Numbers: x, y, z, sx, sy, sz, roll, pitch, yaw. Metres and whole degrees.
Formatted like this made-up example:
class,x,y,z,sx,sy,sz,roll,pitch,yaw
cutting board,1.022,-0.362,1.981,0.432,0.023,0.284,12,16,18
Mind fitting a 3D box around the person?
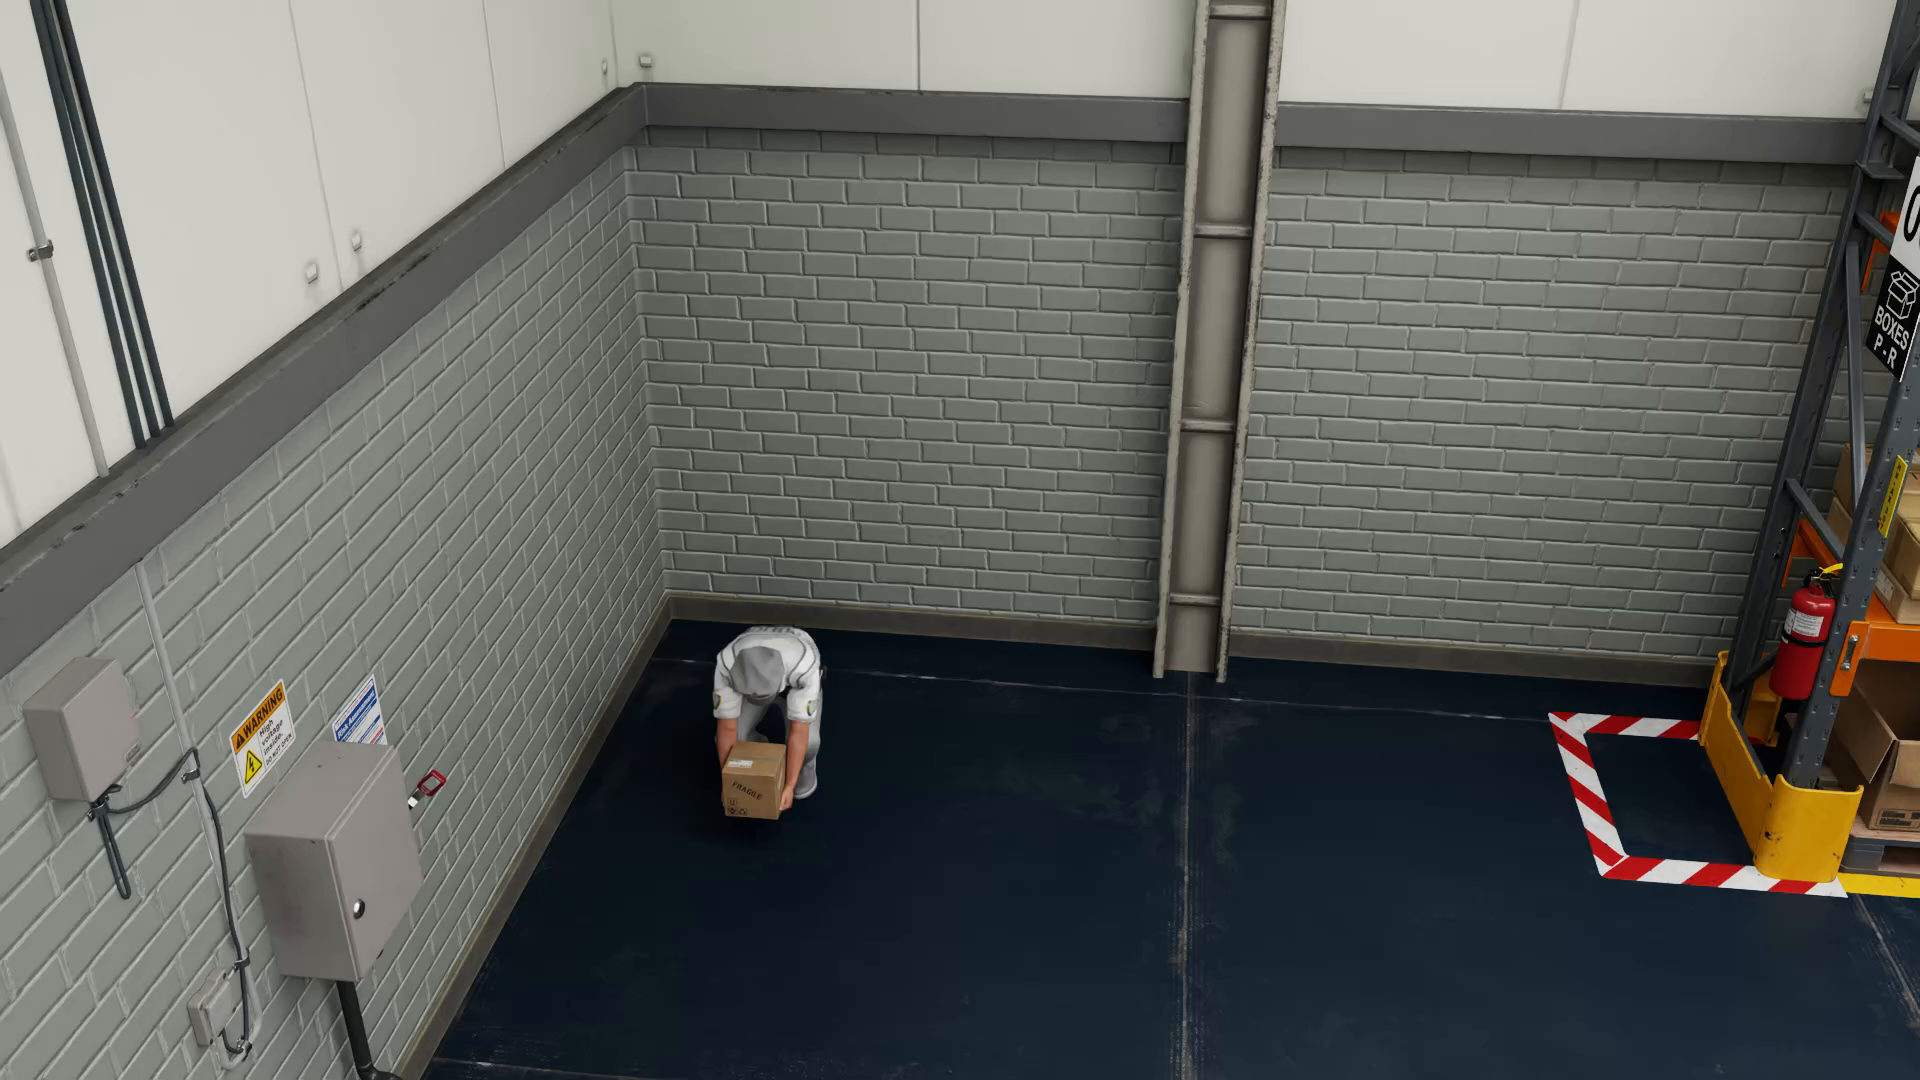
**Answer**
class,x,y,z,sx,sy,sz,roll,pitch,yaw
person,-0.905,0.795,7.915,0.532,1.025,0.935,3,28,5
